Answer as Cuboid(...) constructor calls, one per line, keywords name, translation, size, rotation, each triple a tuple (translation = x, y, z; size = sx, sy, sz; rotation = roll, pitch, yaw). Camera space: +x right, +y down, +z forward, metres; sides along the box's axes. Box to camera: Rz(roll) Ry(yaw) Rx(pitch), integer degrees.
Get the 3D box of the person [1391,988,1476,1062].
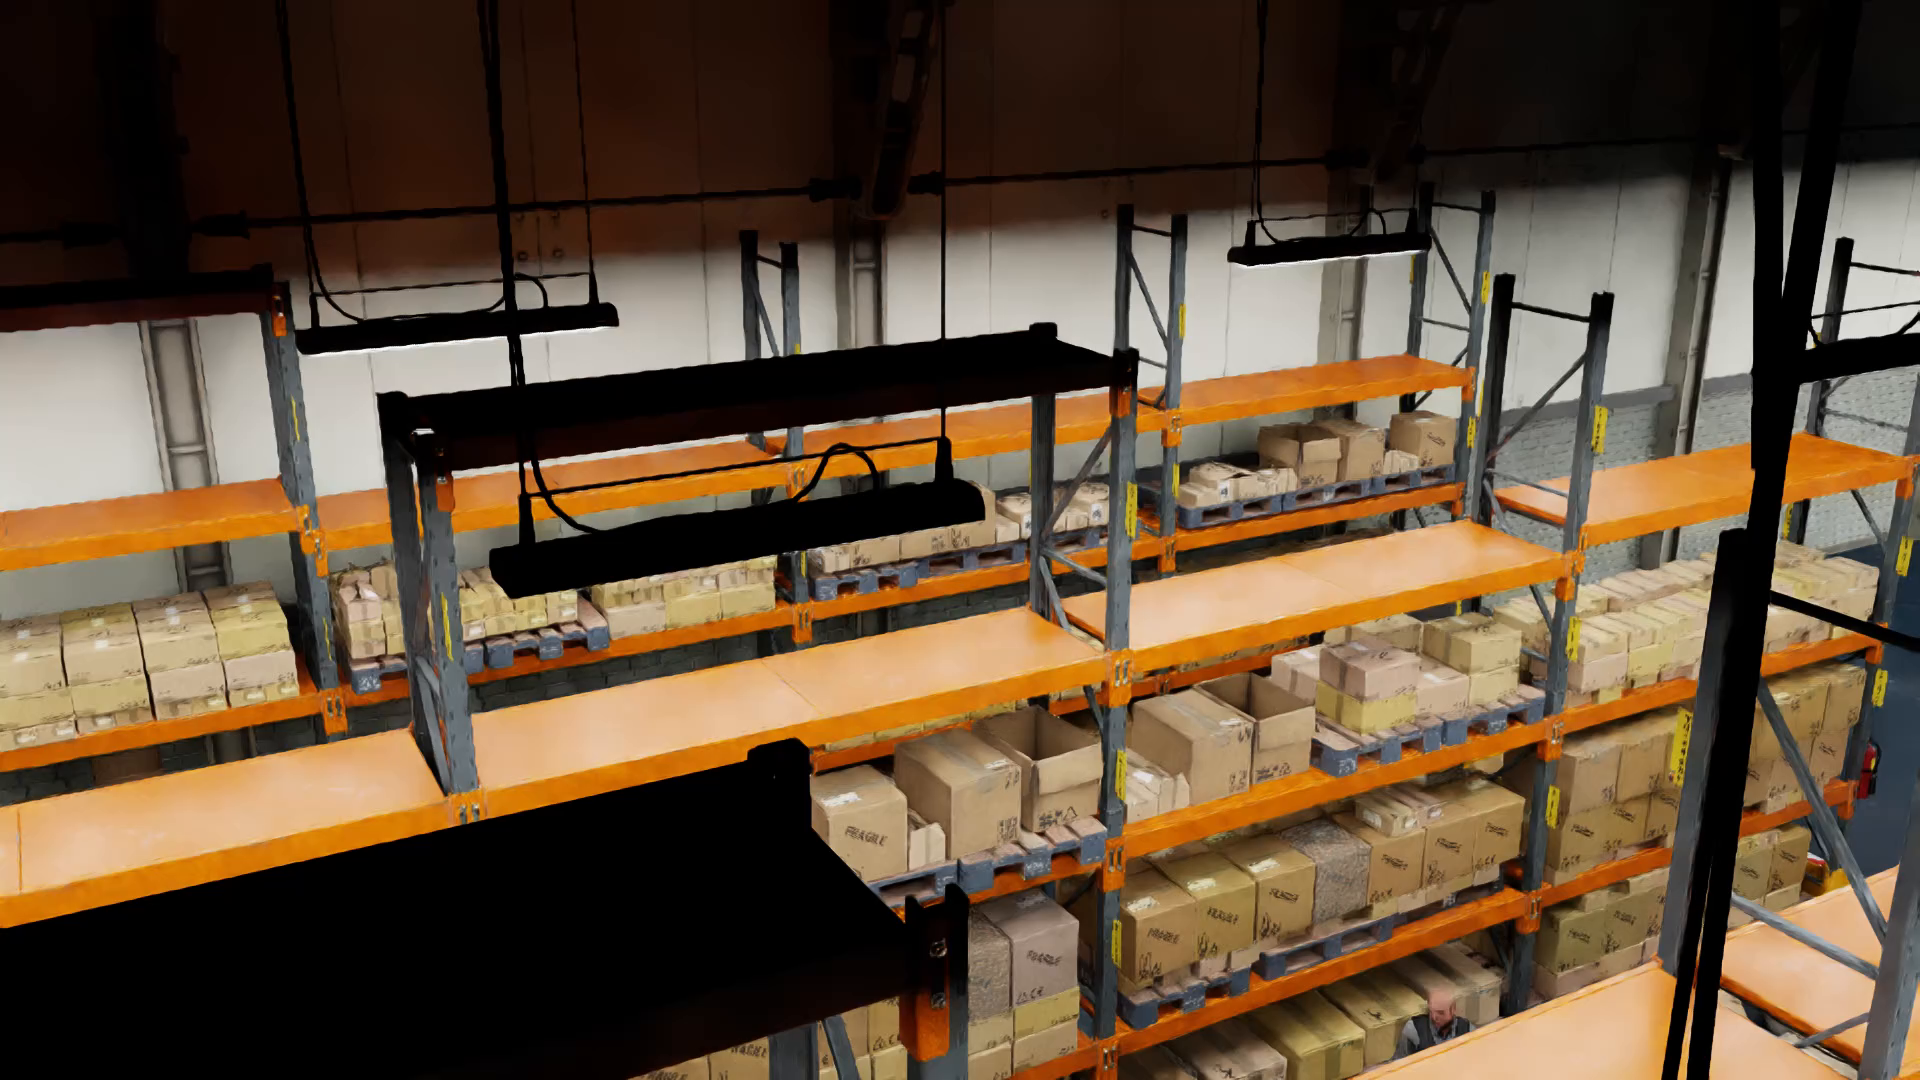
Cuboid(name="person", translation=(3.173, 3.794, 11.195), size=(0.640, 1.708, 0.586), rotation=(-1, 18, -3))
